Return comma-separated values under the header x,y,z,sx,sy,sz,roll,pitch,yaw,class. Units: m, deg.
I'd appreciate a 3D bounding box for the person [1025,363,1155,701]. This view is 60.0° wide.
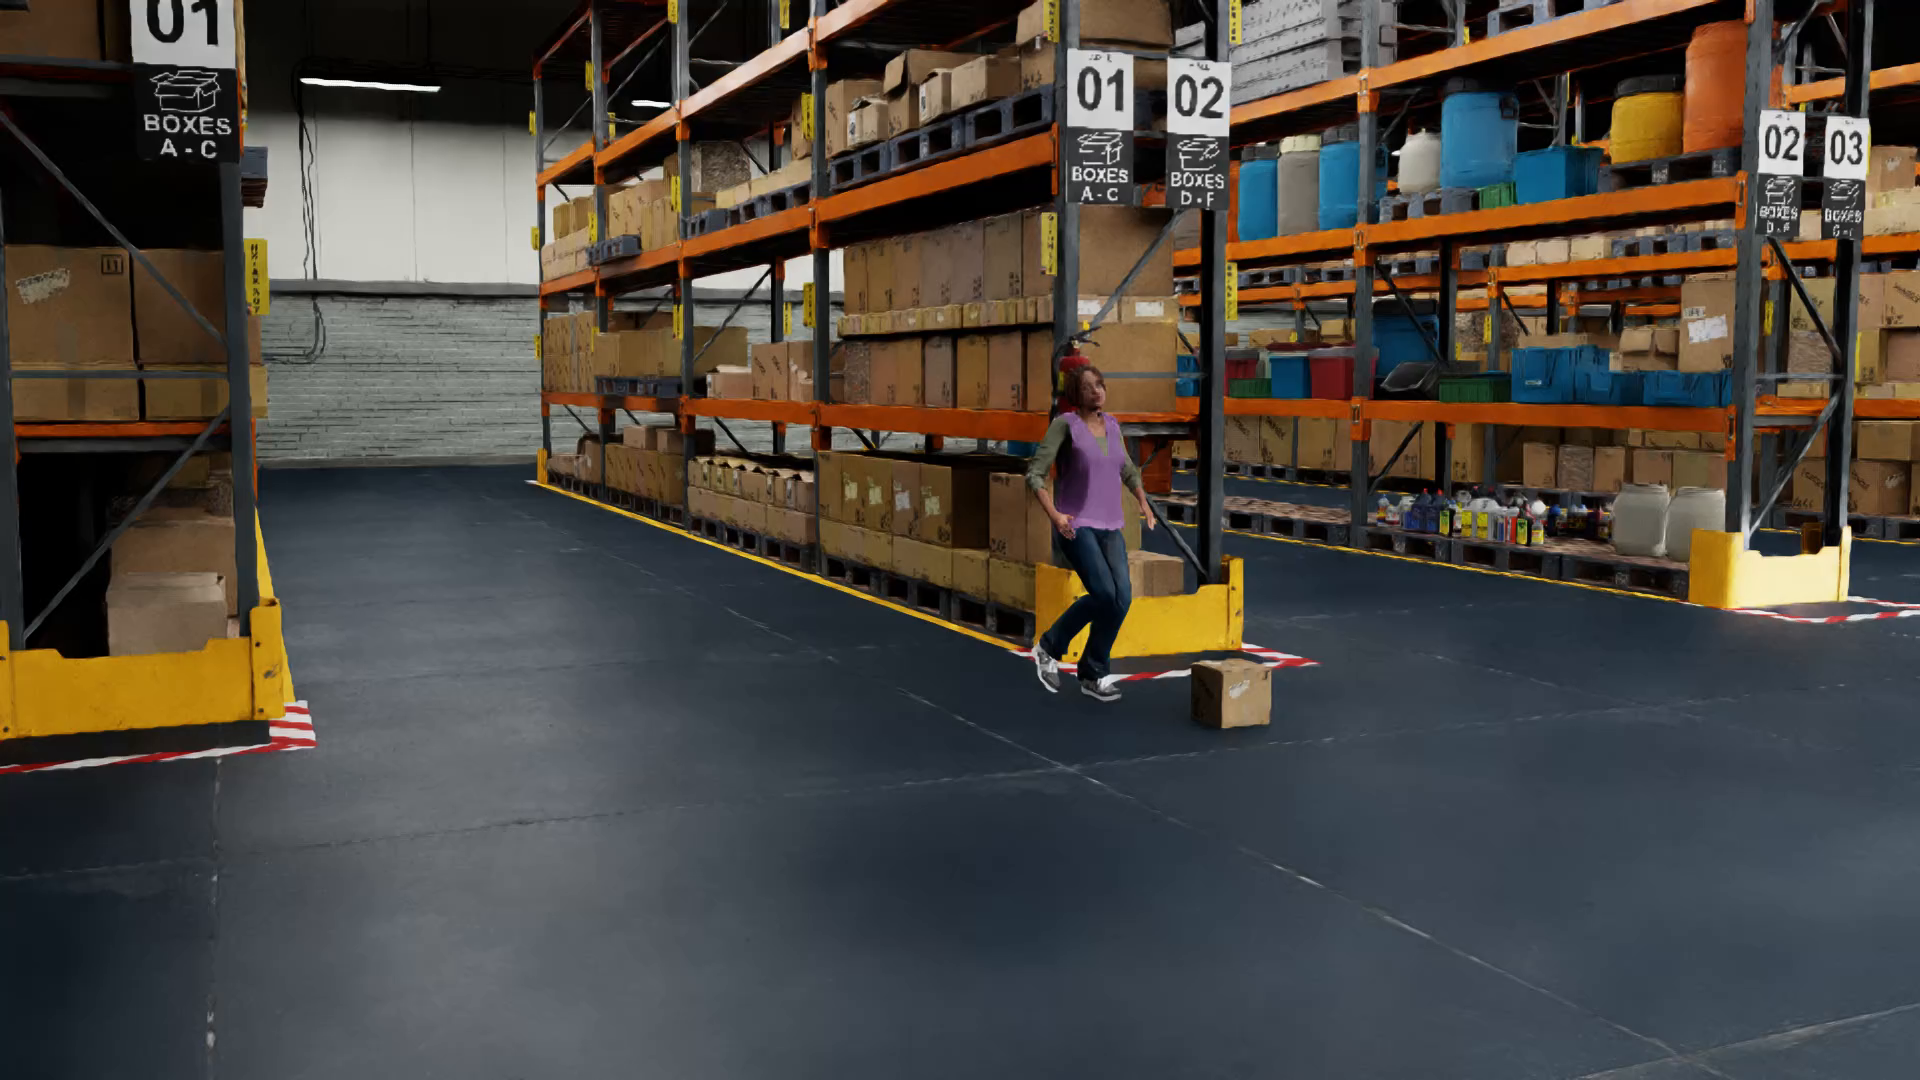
x,y,z,sx,sy,sz,roll,pitch,yaw,class
0.642,-0.033,7.712,0.585,1.566,0.439,-5,7,-40,person
